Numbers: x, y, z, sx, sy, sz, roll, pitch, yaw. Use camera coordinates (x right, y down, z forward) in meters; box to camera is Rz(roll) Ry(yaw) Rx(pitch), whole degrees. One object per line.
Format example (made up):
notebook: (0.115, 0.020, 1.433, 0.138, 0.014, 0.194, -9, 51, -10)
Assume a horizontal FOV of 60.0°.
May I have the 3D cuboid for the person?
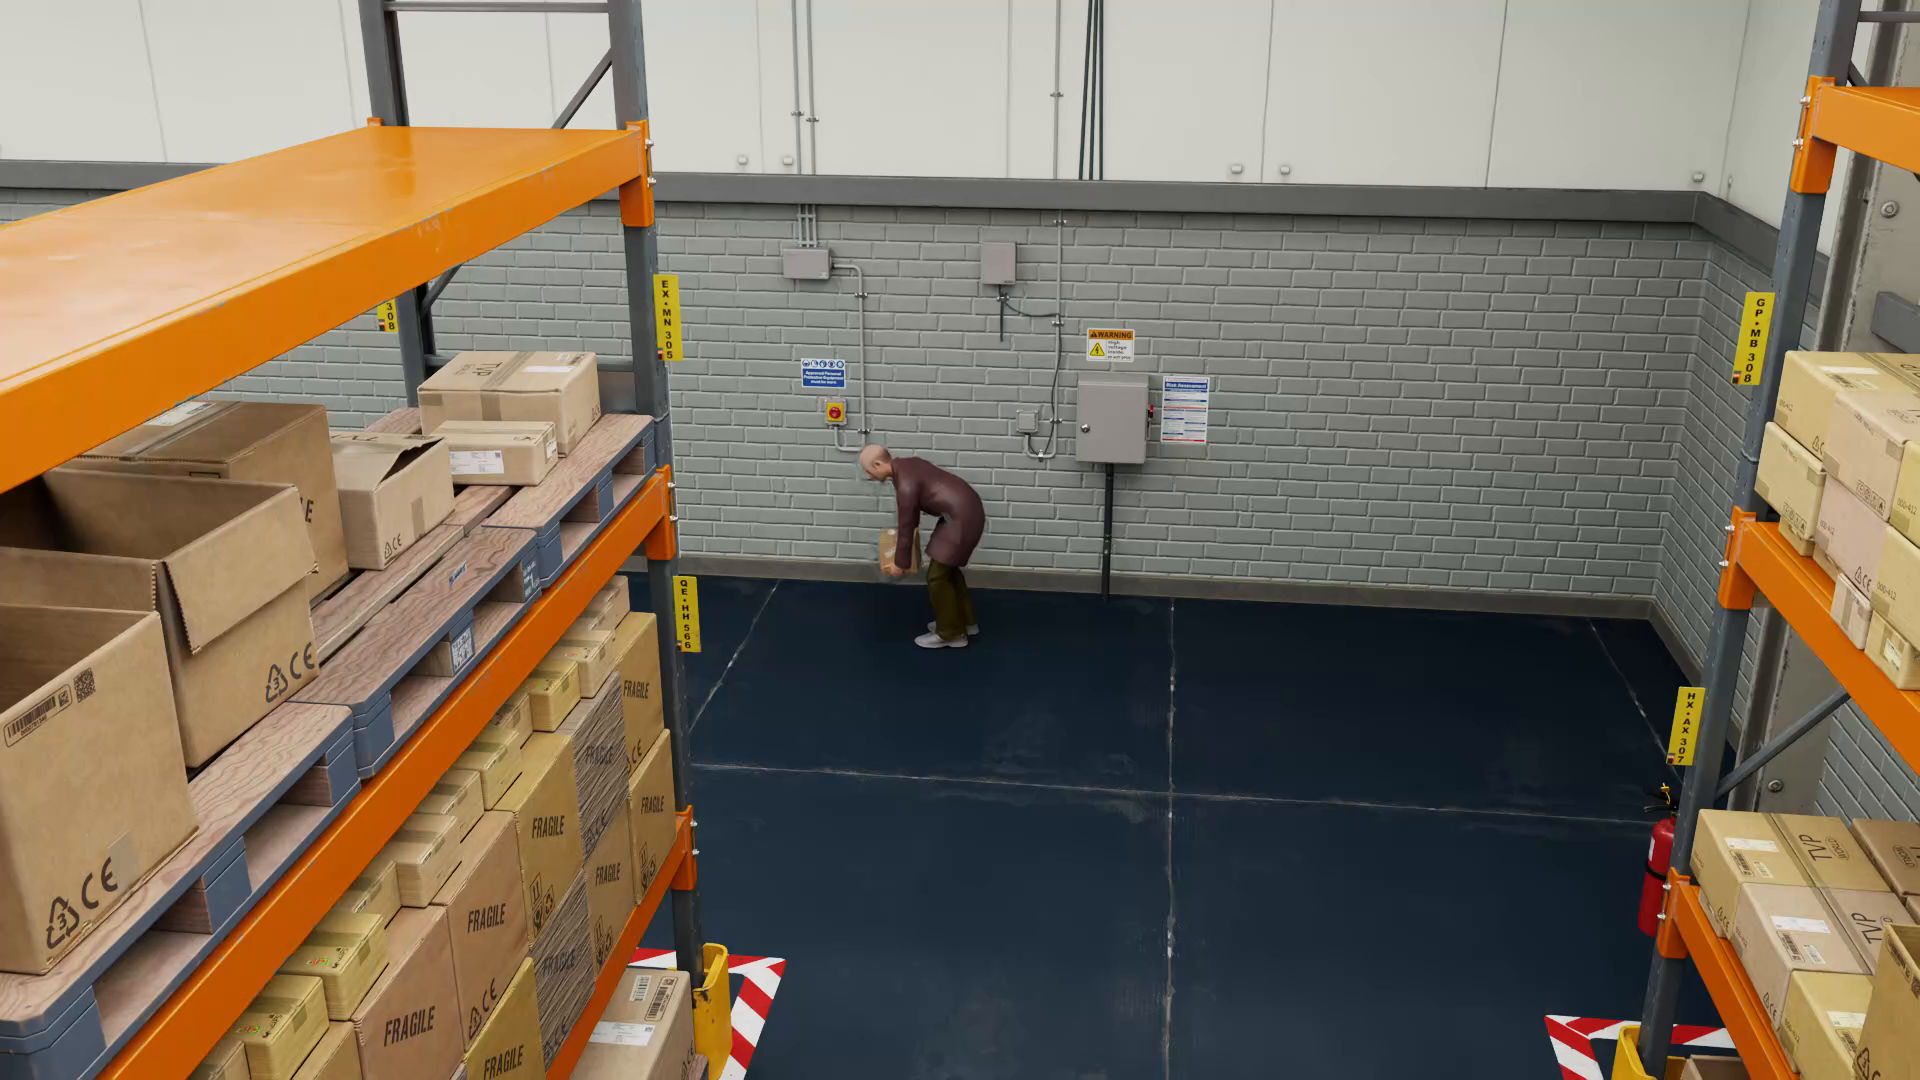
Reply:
person: (-0.255, 0.032, 11.517, 0.859, 1.428, 0.544, 2, 21, 5)
